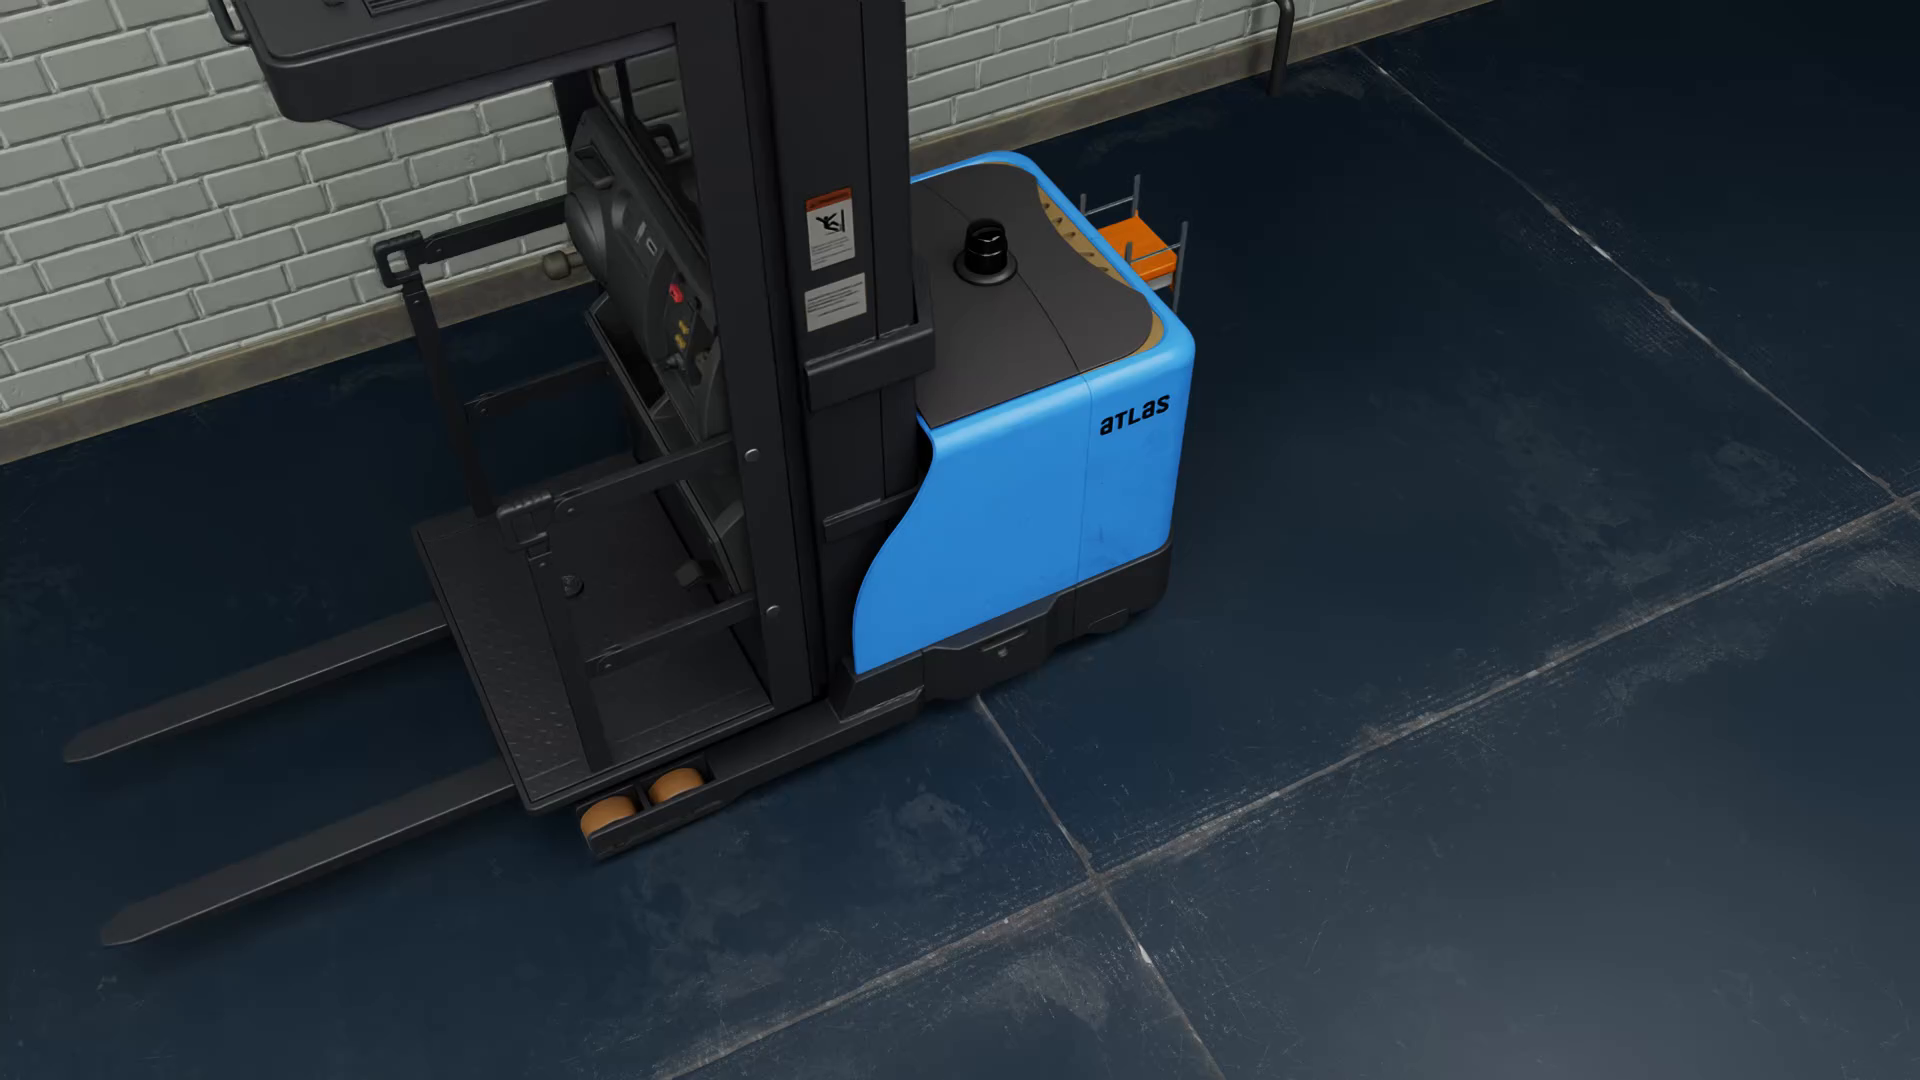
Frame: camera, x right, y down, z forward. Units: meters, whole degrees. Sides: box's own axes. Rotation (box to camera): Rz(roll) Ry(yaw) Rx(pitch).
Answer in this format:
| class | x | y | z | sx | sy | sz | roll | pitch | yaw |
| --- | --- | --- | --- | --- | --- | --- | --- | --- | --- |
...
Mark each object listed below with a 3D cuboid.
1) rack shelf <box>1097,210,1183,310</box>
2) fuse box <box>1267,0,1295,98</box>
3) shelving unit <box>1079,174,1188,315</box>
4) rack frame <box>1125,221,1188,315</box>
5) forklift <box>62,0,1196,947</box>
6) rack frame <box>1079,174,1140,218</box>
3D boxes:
| class | x | y | z | sx | sy | sz | roll | pitch | yaw |
| --- | --- | --- | --- | --- | --- | --- | --- | --- | --- |
| rack shelf | 0.487 | -0.765 | 4.859 | 0.215 | 0.259 | 0.240 | -22 | 53 | -18 |
| fuse box | 1.333 | -2.395 | 6.208 | 0.539 | 1.711 | 0.414 | -21 | 52 | -18 |
| shelving unit | 0.487 | -0.585 | 5.064 | 0.215 | 1.050 | 0.252 | -22 | 53 | -18 |
| rack frame | 0.546 | -0.505 | 4.994 | 0.200 | 1.050 | 0.008 | -22 | 53 | -18 |
| forklift | -0.919 | -0.574 | 3.805 | 3.031 | 2.935 | 1.130 | -22 | 52 | -18 |
| rack frame | 0.429 | -0.666 | 5.135 | 0.200 | 1.050 | 0.008 | -22 | 53 | -18 |
